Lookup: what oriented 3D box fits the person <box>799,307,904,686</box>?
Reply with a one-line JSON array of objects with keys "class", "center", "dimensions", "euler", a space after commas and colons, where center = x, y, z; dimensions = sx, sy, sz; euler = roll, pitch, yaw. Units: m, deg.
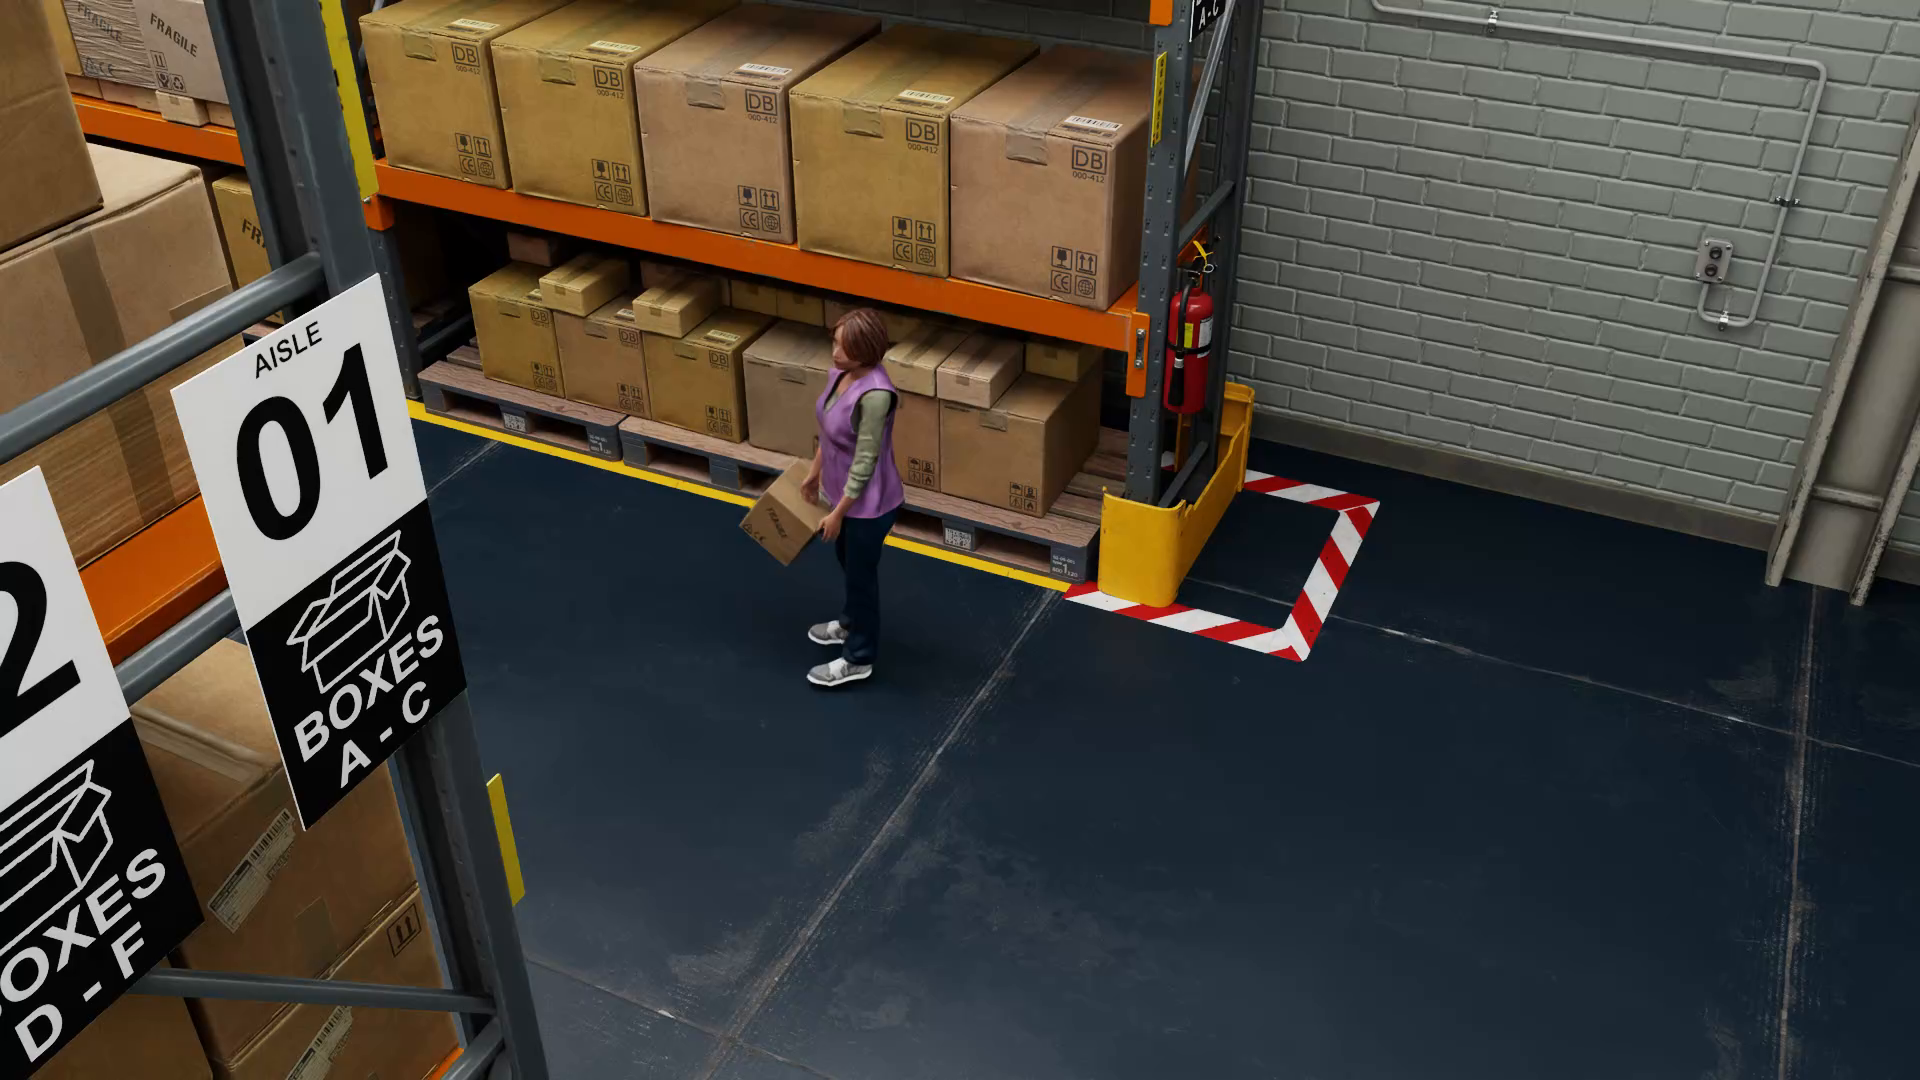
[{"class": "person", "center": [-0.446, -0.160, 6.359], "dimensions": [0.423, 1.606, 0.486], "euler": [-12, 36, -17]}]
